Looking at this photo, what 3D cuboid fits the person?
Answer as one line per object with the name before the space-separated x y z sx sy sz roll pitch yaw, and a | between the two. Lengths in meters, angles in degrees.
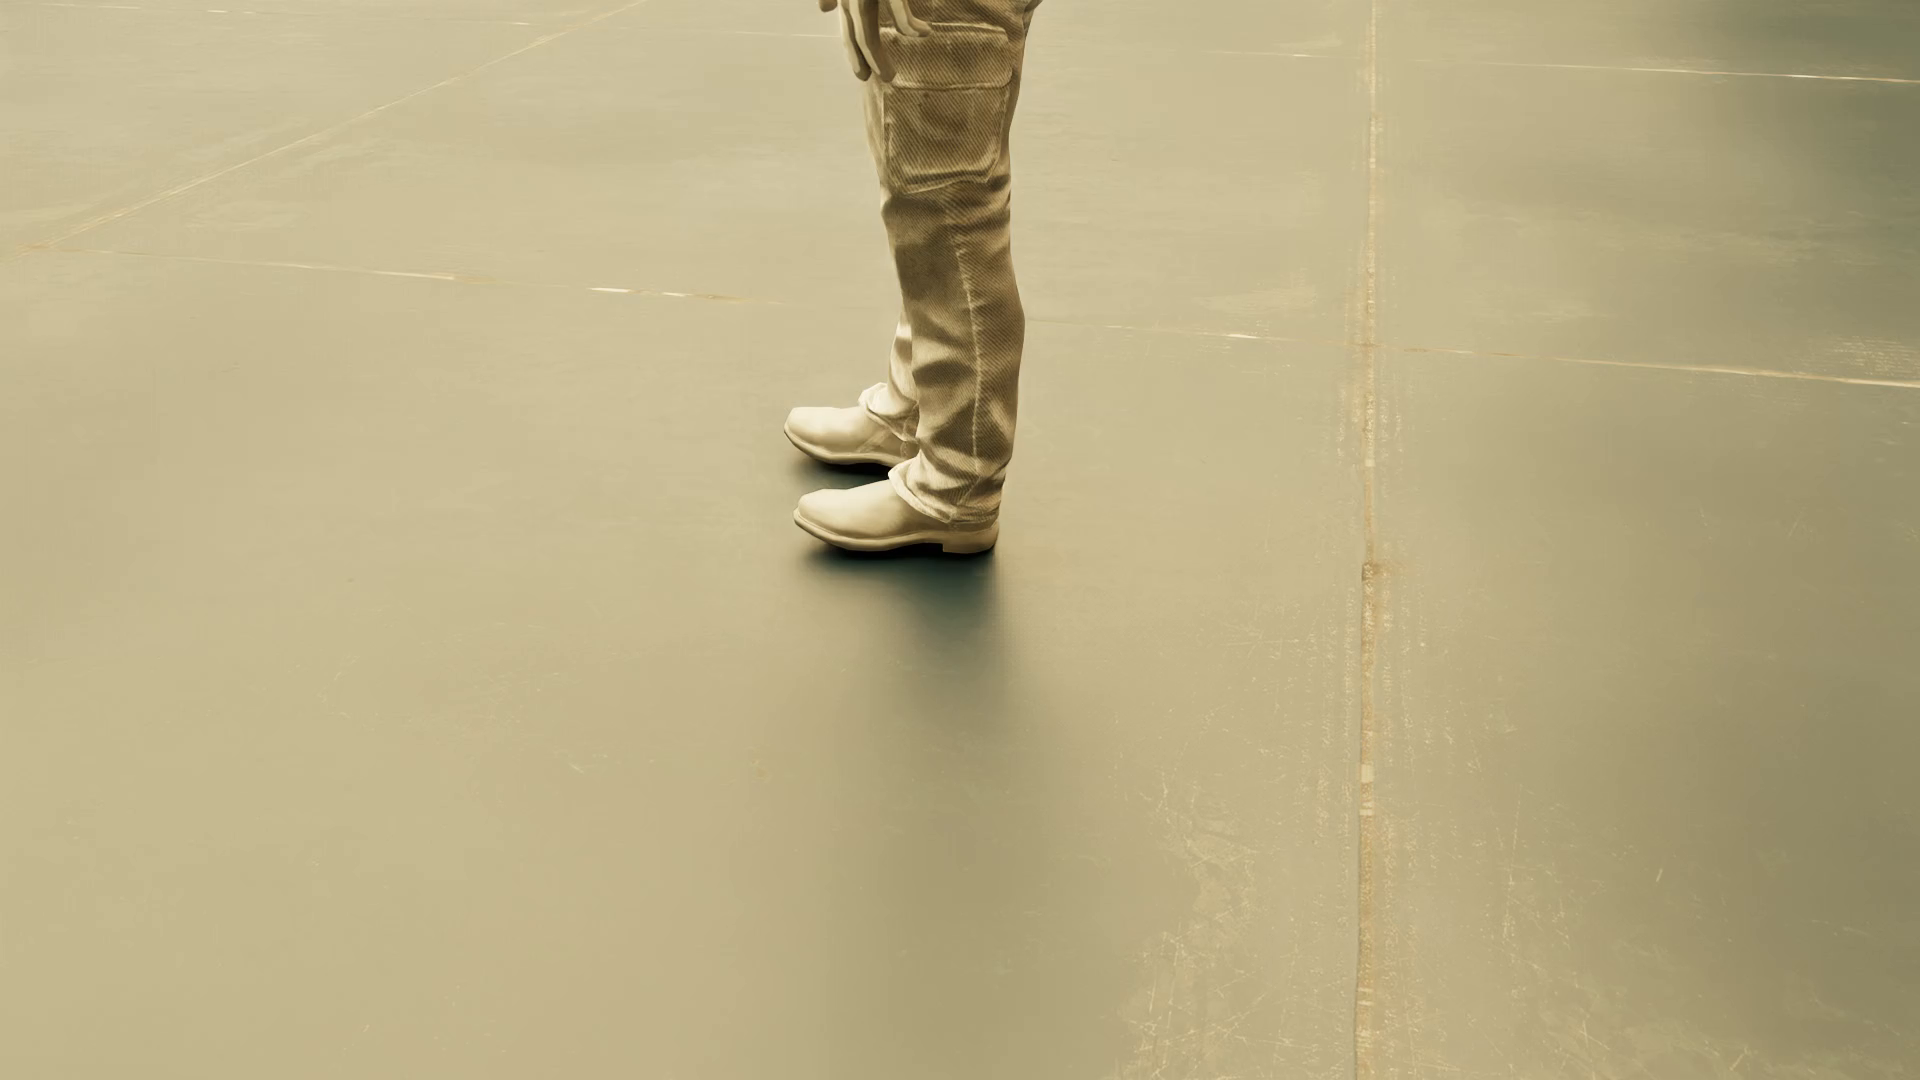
person | -0.069 -0.814 2.117 0.575 1.785 0.657 6 27 11
